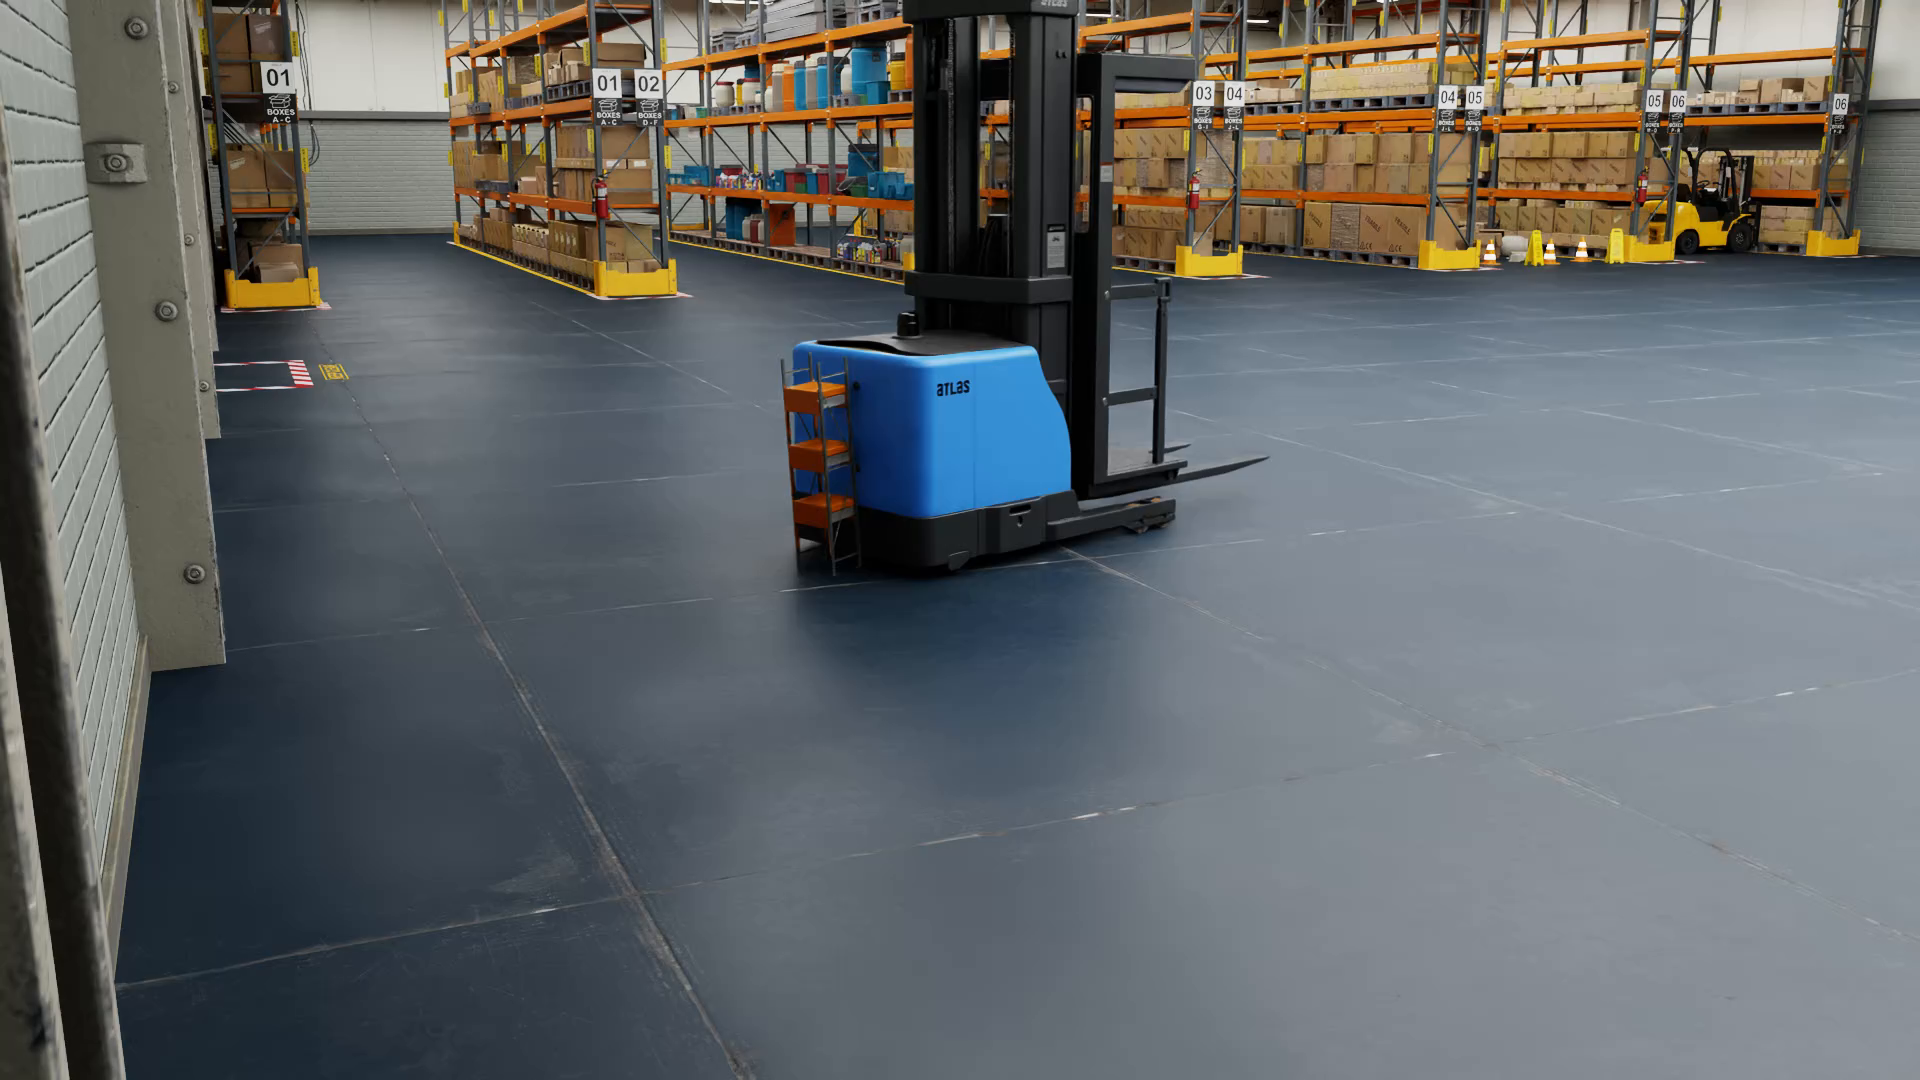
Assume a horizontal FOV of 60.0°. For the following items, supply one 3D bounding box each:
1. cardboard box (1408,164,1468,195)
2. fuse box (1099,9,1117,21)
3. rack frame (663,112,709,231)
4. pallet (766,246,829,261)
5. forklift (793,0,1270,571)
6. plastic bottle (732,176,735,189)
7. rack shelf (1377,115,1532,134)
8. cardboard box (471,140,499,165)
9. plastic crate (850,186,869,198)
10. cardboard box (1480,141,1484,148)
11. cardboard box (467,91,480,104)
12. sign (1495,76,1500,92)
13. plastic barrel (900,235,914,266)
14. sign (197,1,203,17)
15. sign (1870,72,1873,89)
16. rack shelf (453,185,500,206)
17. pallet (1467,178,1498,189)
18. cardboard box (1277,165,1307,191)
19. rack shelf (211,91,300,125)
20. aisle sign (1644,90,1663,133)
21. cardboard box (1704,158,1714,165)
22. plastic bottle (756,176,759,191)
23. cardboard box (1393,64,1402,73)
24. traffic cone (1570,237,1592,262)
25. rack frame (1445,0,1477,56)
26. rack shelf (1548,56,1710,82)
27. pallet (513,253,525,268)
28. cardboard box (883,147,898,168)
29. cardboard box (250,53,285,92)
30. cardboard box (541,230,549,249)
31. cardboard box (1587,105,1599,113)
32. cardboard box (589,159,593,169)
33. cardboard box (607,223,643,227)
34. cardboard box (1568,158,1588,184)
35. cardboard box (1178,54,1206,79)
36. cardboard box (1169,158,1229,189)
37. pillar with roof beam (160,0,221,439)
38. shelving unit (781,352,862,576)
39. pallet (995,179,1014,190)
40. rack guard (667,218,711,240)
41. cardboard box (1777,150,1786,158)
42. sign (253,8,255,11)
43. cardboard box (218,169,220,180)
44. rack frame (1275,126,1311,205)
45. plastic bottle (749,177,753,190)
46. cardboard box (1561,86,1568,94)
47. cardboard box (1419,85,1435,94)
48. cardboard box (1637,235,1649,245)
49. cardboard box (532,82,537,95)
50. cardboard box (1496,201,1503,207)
[{"bbox_3d":[8.687,-6.557,30.216,0.875,0.550,0.550,-6,14,-23],"label":"cardboard box"},{"bbox_3d":[4.462,-15.801,50.089,0.513,0.334,0.176,-6,14,-23],"label":"fuse box"},{"bbox_3d":[-6.656,-8.843,40.424,1.000,3.000,0.127,-6,14,-23],"label":"rack frame"},{"bbox_3d":[-3.176,-5.668,32.890,1.003,0.211,1.213,-6,14,-23],"label":"pallet"},{"bbox_3d":[0.551,-1.538,9.015,3.031,2.935,1.130,-12,18,-42],"label":"forklift"},{"bbox_3d":[-4.753,-7.587,35.272,0.152,0.276,0.135,-6,14,-23],"label":"plastic bottle"},{"bbox_3d":[10.968,-9.230,37.041,1.077,0.370,4.000,-6,14,-23],"label":"rack shelf"},{"bbox_3d":[-10.033,-8.187,35.150,0.500,0.500,0.500,-6,14,-23],"label":"cardboard box"},{"bbox_3d":[-1.564,-5.954,28.414,0.450,0.188,0.662,-6,14,-23],"label":"plastic crate"},{"bbox_3d":[11.376,-8.764,36.834,0.380,0.149,0.250,-5,14,-20],"label":"cardboard box"},{"bbox_3d":[-10.037,-9.277,34.874,0.500,0.250,0.500,-6,14,-23],"label":"cardboard box"},{"bbox_3d":[11.263,-9.560,34.852,0.100,0.325,0.005,-6,14,-23],"label":"sign"},{"bbox_3d":[-0.781,-4.762,27.380,0.421,0.512,0.421,0,13,0],"label":"plastic barrel"},{"bbox_3d":[-16.244,-11.354,35.547,0.100,0.325,0.005,-6,14,-23],"label":"sign"},{"bbox_3d":[18.429,-9.303,33.648,0.100,0.325,0.005,-6,14,-23],"label":"sign"},{"bbox_3d":[-10.395,-7.632,36.790,1.077,0.370,4.000,-6,14,-23],"label":"rack shelf"},{"bbox_3d":[11.597,-7.783,36.273,1.003,0.211,1.213,-6,14,-23],"label":"pallet"},{"bbox_3d":[6.821,-7.370,33.841,0.500,0.500,0.500,-6,14,-23],"label":"cardboard box"},{"bbox_3d":[-10.125,-6.166,23.803,1.077,0.370,4.000,-6,14,-23],"label":"rack shelf"},{"bbox_3d":[13.131,-8.107,31.480,0.394,0.787,0.004,-6,14,-23],"label":"aisle sign"},{"bbox_3d":[16.469,-8.268,36.280,0.380,0.149,0.250,-5,14,-22],"label":"cardboard box"},{"bbox_3d":[-4.096,-7.226,33.696,0.061,0.283,0.133,-6,14,-23],"label":"plastic bottle"},{"bbox_3d":[8.125,-8.589,30.312,0.380,0.149,0.250,-5,14,-22],"label":"cardboard box"},{"bbox_3d":[12.018,-5.616,32.108,0.336,0.463,0.334,-6,14,-23],"label":"traffic cone"},{"bbox_3d":[13.112,-12.731,43.918,1.000,3.000,0.127,-6,14,-23],"label":"rack frame"},{"bbox_3d":[15.515,-10.946,38.688,1.077,0.370,4.000,-6,14,-23],"label":"rack shelf"},{"bbox_3d":[-7.697,-5.211,30.917,1.003,0.211,1.213,-6,14,-23],"label":"pallet"},{"bbox_3d":[-1.759,-9.394,40.815,0.500,0.500,0.500,-6,14,-24],"label":"cardboard box"},{"bbox_3d":[-9.229,-6.254,22.319,0.500,0.500,0.500,-5,14,-21],"label":"cardboard box"},{"bbox_3d":[-6.814,-5.113,28.231,0.500,0.311,0.500,-6,14,-23],"label":"cardboard box"},{"bbox_3d":[12.584,-8.479,32.757,0.380,0.149,0.250,-6,14,-23],"label":"cardboard box"},{"bbox_3d":[-5.323,-5.624,24.855,0.380,0.149,0.250,-6,14,-24],"label":"cardboard box"},{"bbox_3d":[-5.212,-4.657,25.842,0.500,0.500,0.500,-6,14,-23],"label":"cardboard box"},{"bbox_3d":[12.508,-7.368,33.171,0.500,0.500,0.500,-6,14,-23],"label":"cardboard box"},{"bbox_3d":[3.945,-8.214,29.065,0.500,0.500,0.500,-6,14,-23],"label":"cardboard box"},{"bbox_3d":[4.097,-6.294,28.531,0.875,0.500,0.500,-6,14,-23],"label":"cardboard box"},{"bbox_3d":[-1.645,-5.541,12.854,9.100,9.000,0.400,-6,14,-23],"label":"pillar with roof beam"},{"bbox_3d":[-0.672,-0.368,8.100,0.252,1.050,0.215,11,21,40],"label":"shelving unit"},{"bbox_3d":[1.470,-7.406,34.643,1.213,0.211,1.003,-6,14,-23],"label":"pallet"},{"bbox_3d":[-6.677,-7.629,40.722,1.175,0.500,0.348,-6,14,-23],"label":"rack guard"},{"bbox_3d":[17.293,-8.051,34.684,0.380,0.149,0.250,-6,14,-23],"label":"cardboard box"},{"bbox_3d":[-15.230,-11.410,35.966,0.100,0.325,0.005,-6,14,-23],"label":"sign"},{"bbox_3d":[-13.566,-6.888,31.054,0.500,0.500,0.500,-5,14,-21],"label":"cardboard box"},{"bbox_3d":[8.565,-9.359,42.654,1.000,3.000,0.127,-6,14,-23],"label":"rack frame"},{"bbox_3d":[-4.282,-7.326,34.155,0.097,0.271,0.097,0,13,0],"label":"plastic bottle"},{"bbox_3d":[12.295,-9.025,33.349,0.380,0.149,0.250,-5,14,-22],"label":"cardboard box"},{"bbox_3d":[8.433,-8.042,29.716,0.380,0.149,0.250,-6,14,-23],"label":"cardboard box"},{"bbox_3d":[13.302,-5.936,33.032,0.500,0.250,0.500,-6,14,-23],"label":"cardboard box"},{"bbox_3d":[-7.313,-8.022,29.625,0.500,0.250,0.500,-6,14,-24],"label":"cardboard box"},{"bbox_3d":[13.917,-8.585,42.487,0.380,0.149,0.250,-6,14,-24],"label":"cardboard box"}]
